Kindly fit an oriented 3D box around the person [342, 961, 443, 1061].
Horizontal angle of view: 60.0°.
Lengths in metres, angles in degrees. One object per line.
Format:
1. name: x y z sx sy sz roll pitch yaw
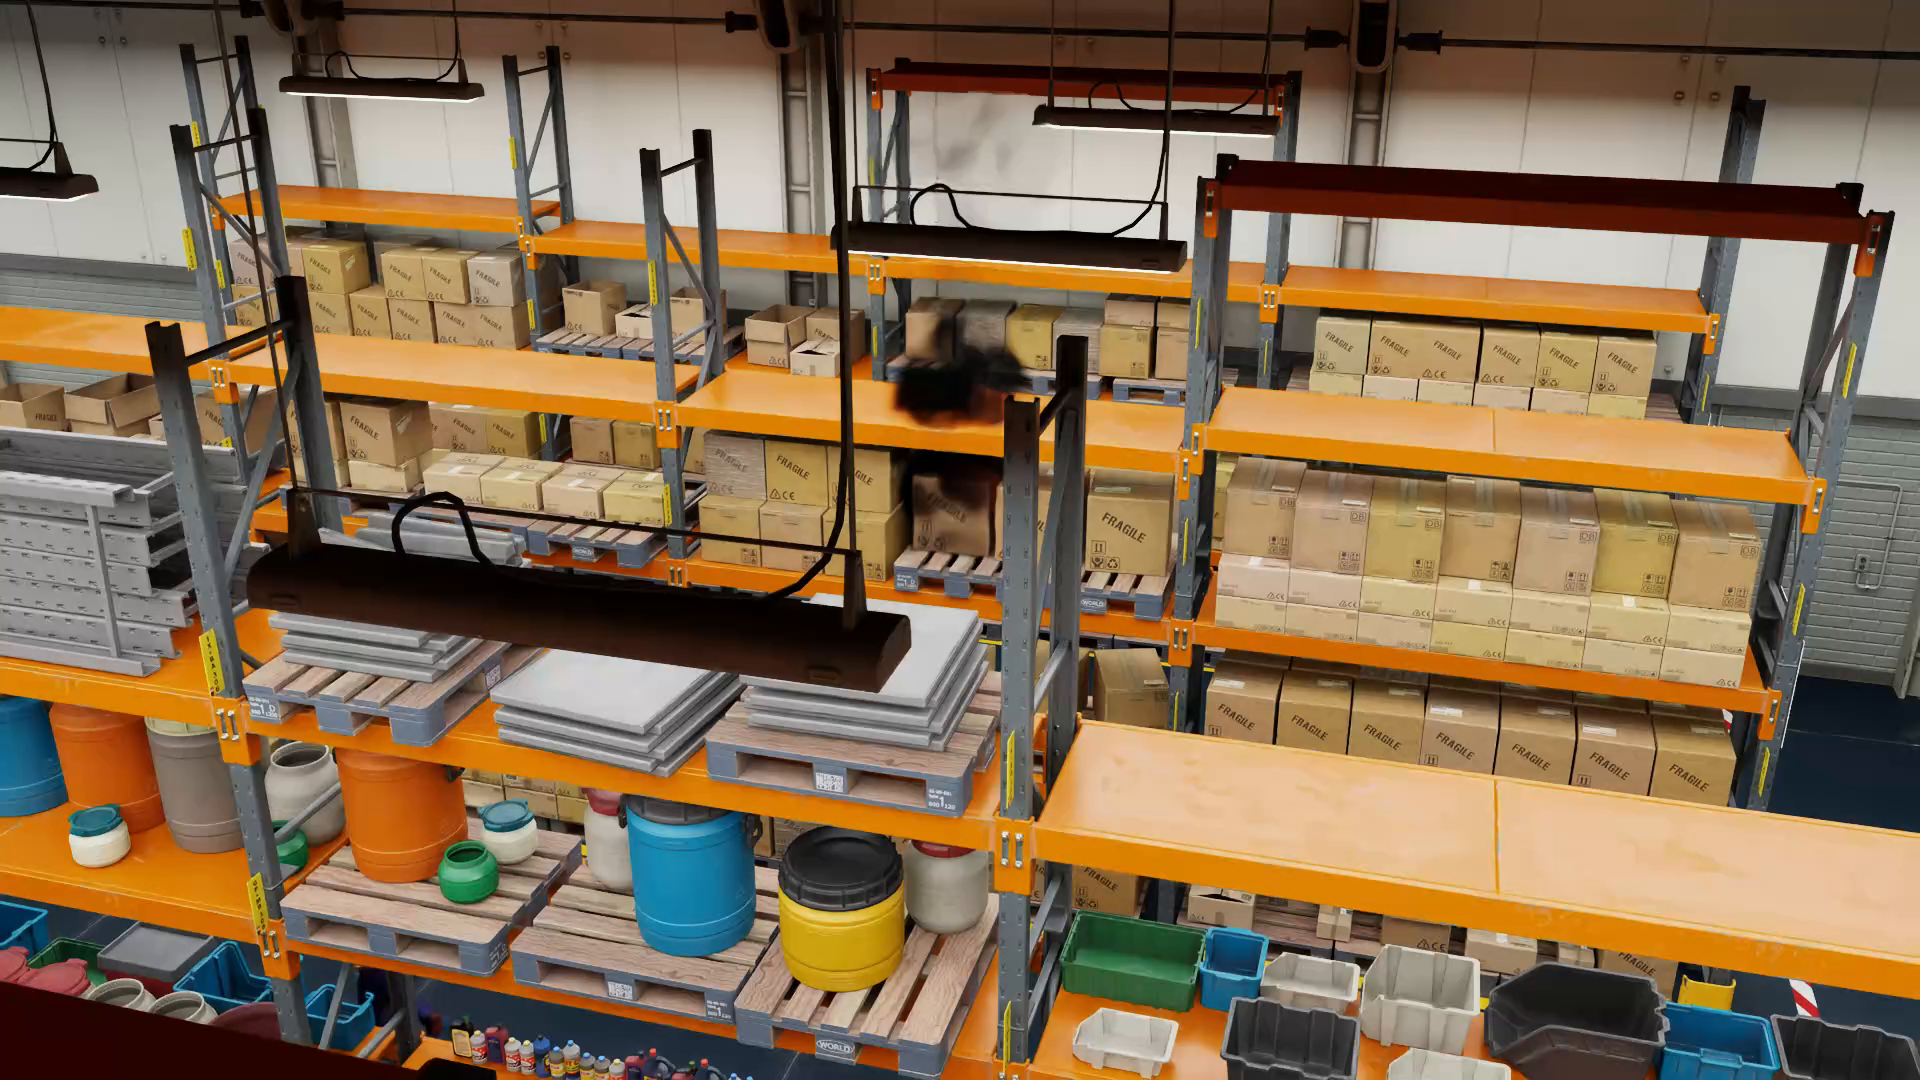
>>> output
1. person: -3.952 2.983 11.539 0.546 1.611 0.623 5 23 13
